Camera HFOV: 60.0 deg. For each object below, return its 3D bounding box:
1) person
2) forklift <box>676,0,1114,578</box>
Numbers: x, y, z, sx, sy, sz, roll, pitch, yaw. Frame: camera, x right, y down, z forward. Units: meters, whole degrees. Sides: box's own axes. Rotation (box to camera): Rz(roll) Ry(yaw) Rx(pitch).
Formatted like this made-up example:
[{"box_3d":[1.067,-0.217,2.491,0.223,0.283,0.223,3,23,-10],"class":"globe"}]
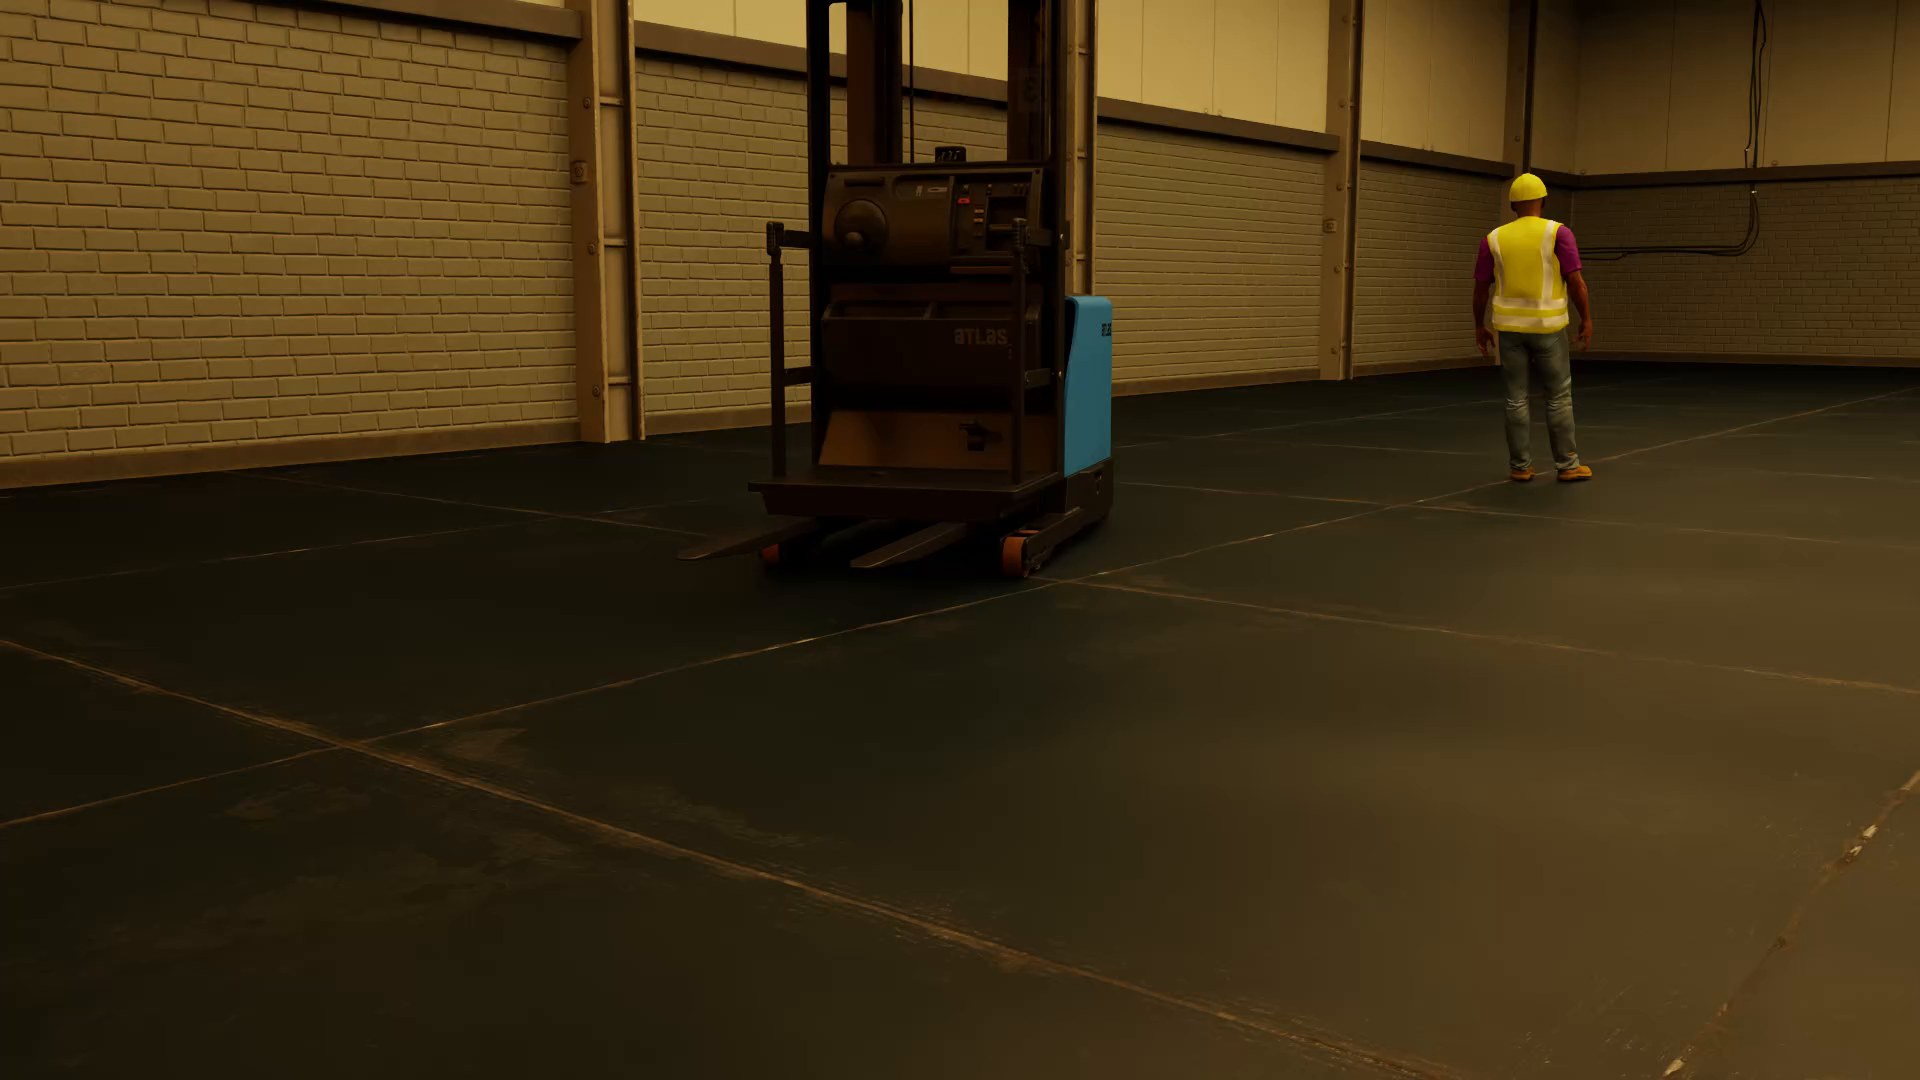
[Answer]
[{"box_3d":[3.360,-1.239,9.725,0.665,1.768,0.575,6,10,34],"class":"person"},{"box_3d":[-0.176,-1.366,6.616,1.130,2.935,3.031,3,9,17],"class":"forklift"}]
